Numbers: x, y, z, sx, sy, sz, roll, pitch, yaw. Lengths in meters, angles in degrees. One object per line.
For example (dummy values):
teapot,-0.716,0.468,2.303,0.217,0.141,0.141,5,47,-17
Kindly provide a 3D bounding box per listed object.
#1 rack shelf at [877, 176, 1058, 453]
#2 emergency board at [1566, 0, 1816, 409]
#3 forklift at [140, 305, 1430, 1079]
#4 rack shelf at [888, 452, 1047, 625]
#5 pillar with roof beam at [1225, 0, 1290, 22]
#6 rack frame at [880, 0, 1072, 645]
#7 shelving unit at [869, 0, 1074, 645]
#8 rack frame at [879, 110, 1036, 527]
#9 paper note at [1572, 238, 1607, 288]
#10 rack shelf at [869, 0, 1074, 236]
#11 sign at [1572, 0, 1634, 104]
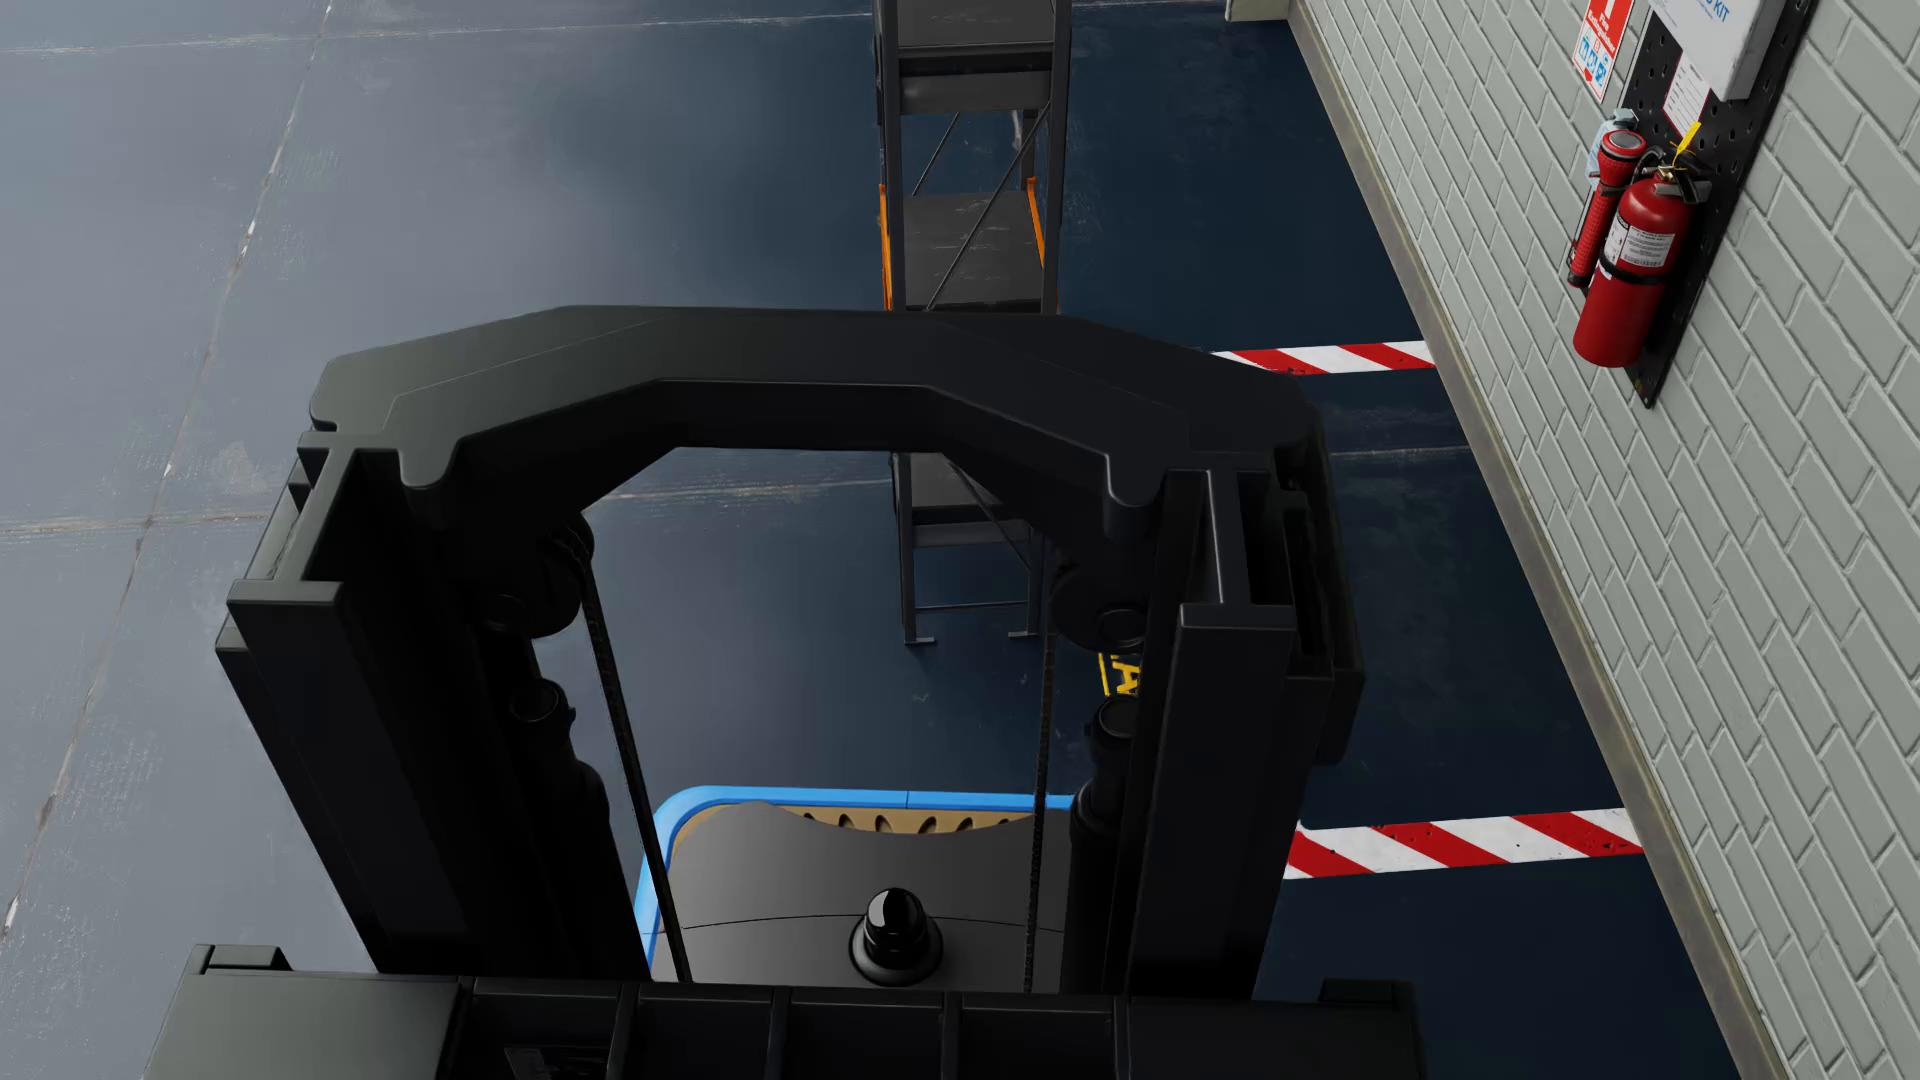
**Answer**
rack shelf,0.014,-0.593,4.384,0.431,0.518,0.480,-3,47,-3
emergency board,1.667,-0.956,4.089,0.194,1.169,0.643,-3,47,-3
forklift,-0.153,1.301,1.999,1.130,2.935,3.031,1,47,1
rack shelf,0.014,-0.112,4.892,0.431,0.518,0.480,-3,47,-3
pillar with roof beam,-2.956,-5.308,4.079,9.100,9.000,0.400,-3,47,-3
rack frame,0.034,-0.426,4.207,0.400,2.100,0.015,-3,47,-3
shelving unit,0.014,-0.602,4.374,0.431,2.100,0.503,-3,47,-3
rack frame,-0.007,-0.779,4.541,0.400,2.100,0.015,-3,47,-3
paper note,1.721,-0.785,4.534,0.016,0.148,0.142,-3,47,-3
rack shelf,0.014,-1.074,3.876,0.431,0.518,0.480,-3,47,-3
sign,1.724,-1.374,4.461,0.001,0.329,0.234,-3,47,-3
